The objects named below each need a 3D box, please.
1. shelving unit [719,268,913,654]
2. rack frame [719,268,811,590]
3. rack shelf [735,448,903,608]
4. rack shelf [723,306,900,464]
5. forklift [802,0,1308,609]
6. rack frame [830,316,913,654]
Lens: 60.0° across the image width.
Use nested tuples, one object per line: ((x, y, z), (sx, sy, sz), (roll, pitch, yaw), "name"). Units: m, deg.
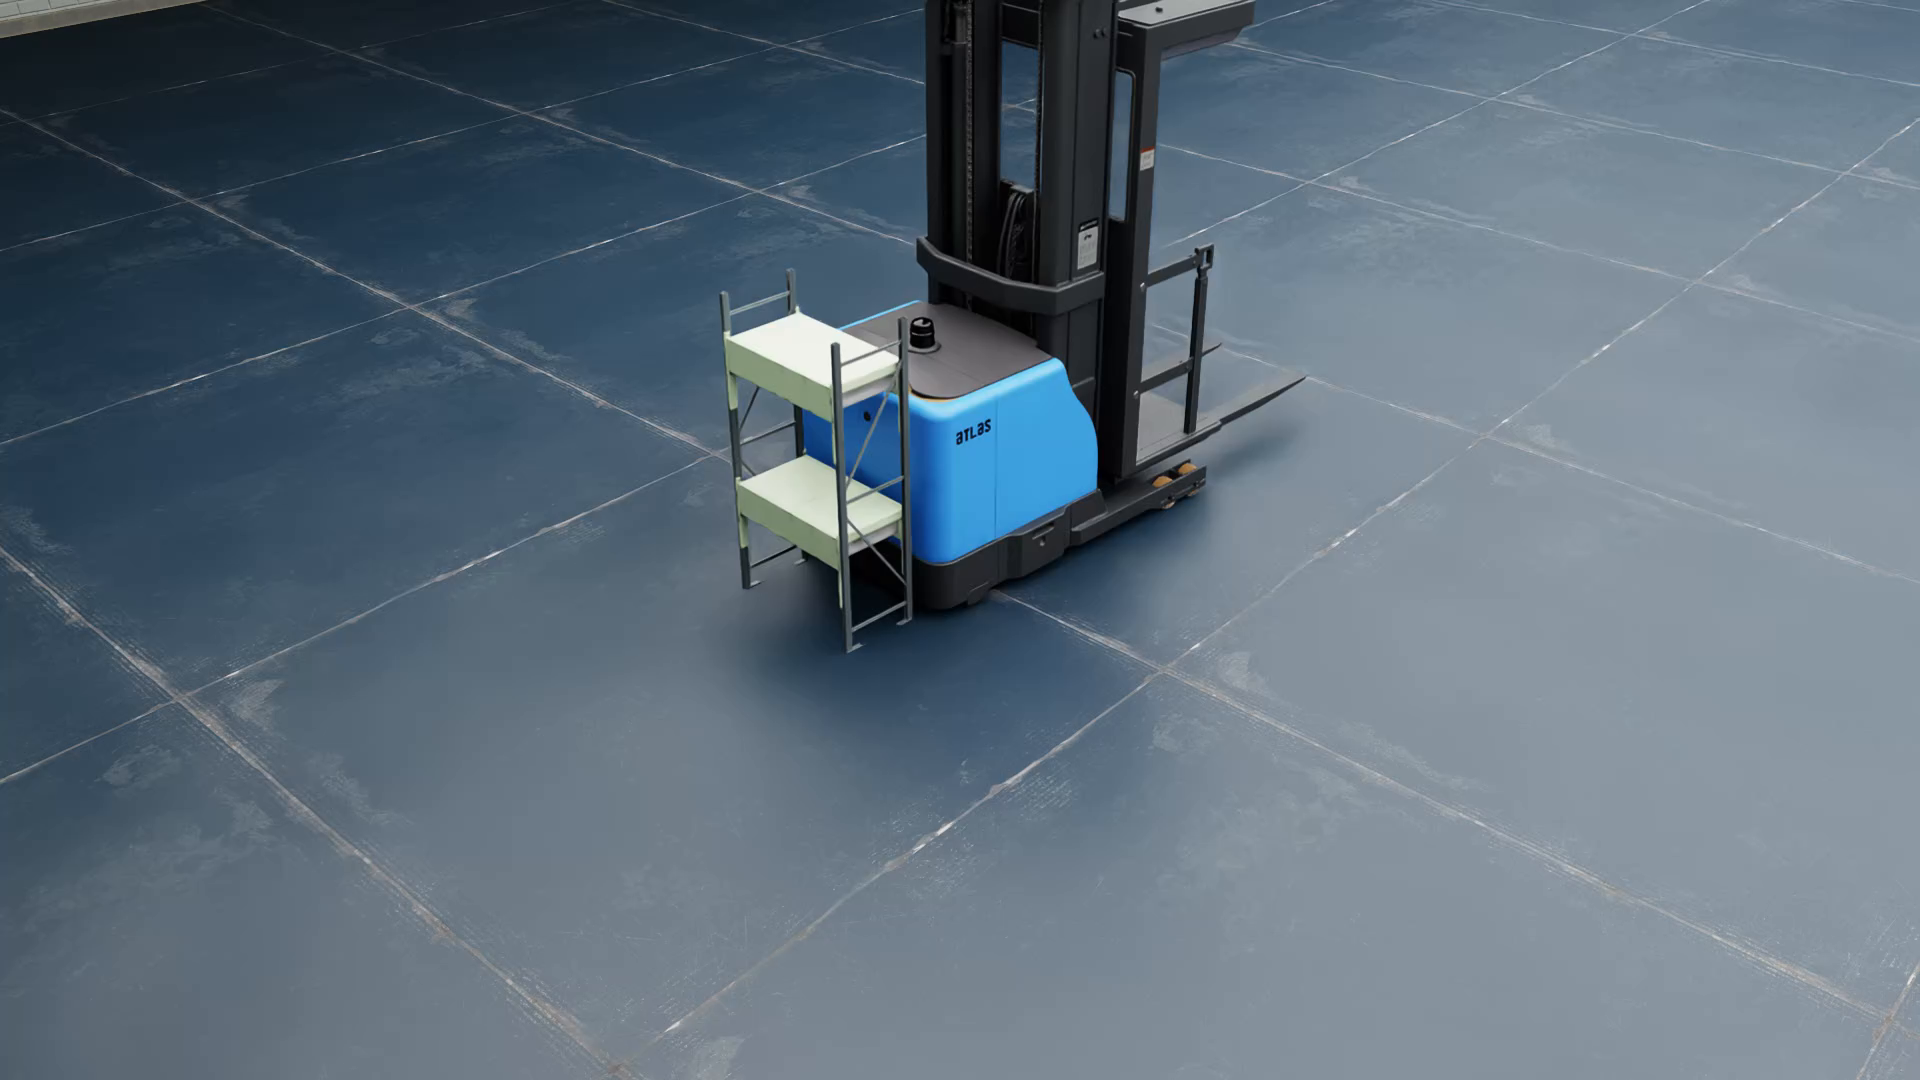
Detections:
((-0.623, -0.345, 7.369), (0.431, 1.500, 0.755), (-27, 40, -37), "shelving unit")
((-0.878, -0.480, 7.594), (0.400, 1.500, 0.023), (-27, 40, -37), "rack frame")
((-0.623, -0.066, 7.537), (0.431, 0.370, 0.720), (-27, 40, -37), "rack shelf")
((-0.623, -0.679, 7.168), (0.431, 0.370, 0.720), (-27, 40, -37), "rack shelf")
((0.637, -1.588, 8.046), (3.031, 2.935, 1.130), (-26, 40, -36), "forklift")
((-0.368, -0.210, 7.144), (0.400, 1.500, 0.023), (-27, 40, -37), "rack frame")
